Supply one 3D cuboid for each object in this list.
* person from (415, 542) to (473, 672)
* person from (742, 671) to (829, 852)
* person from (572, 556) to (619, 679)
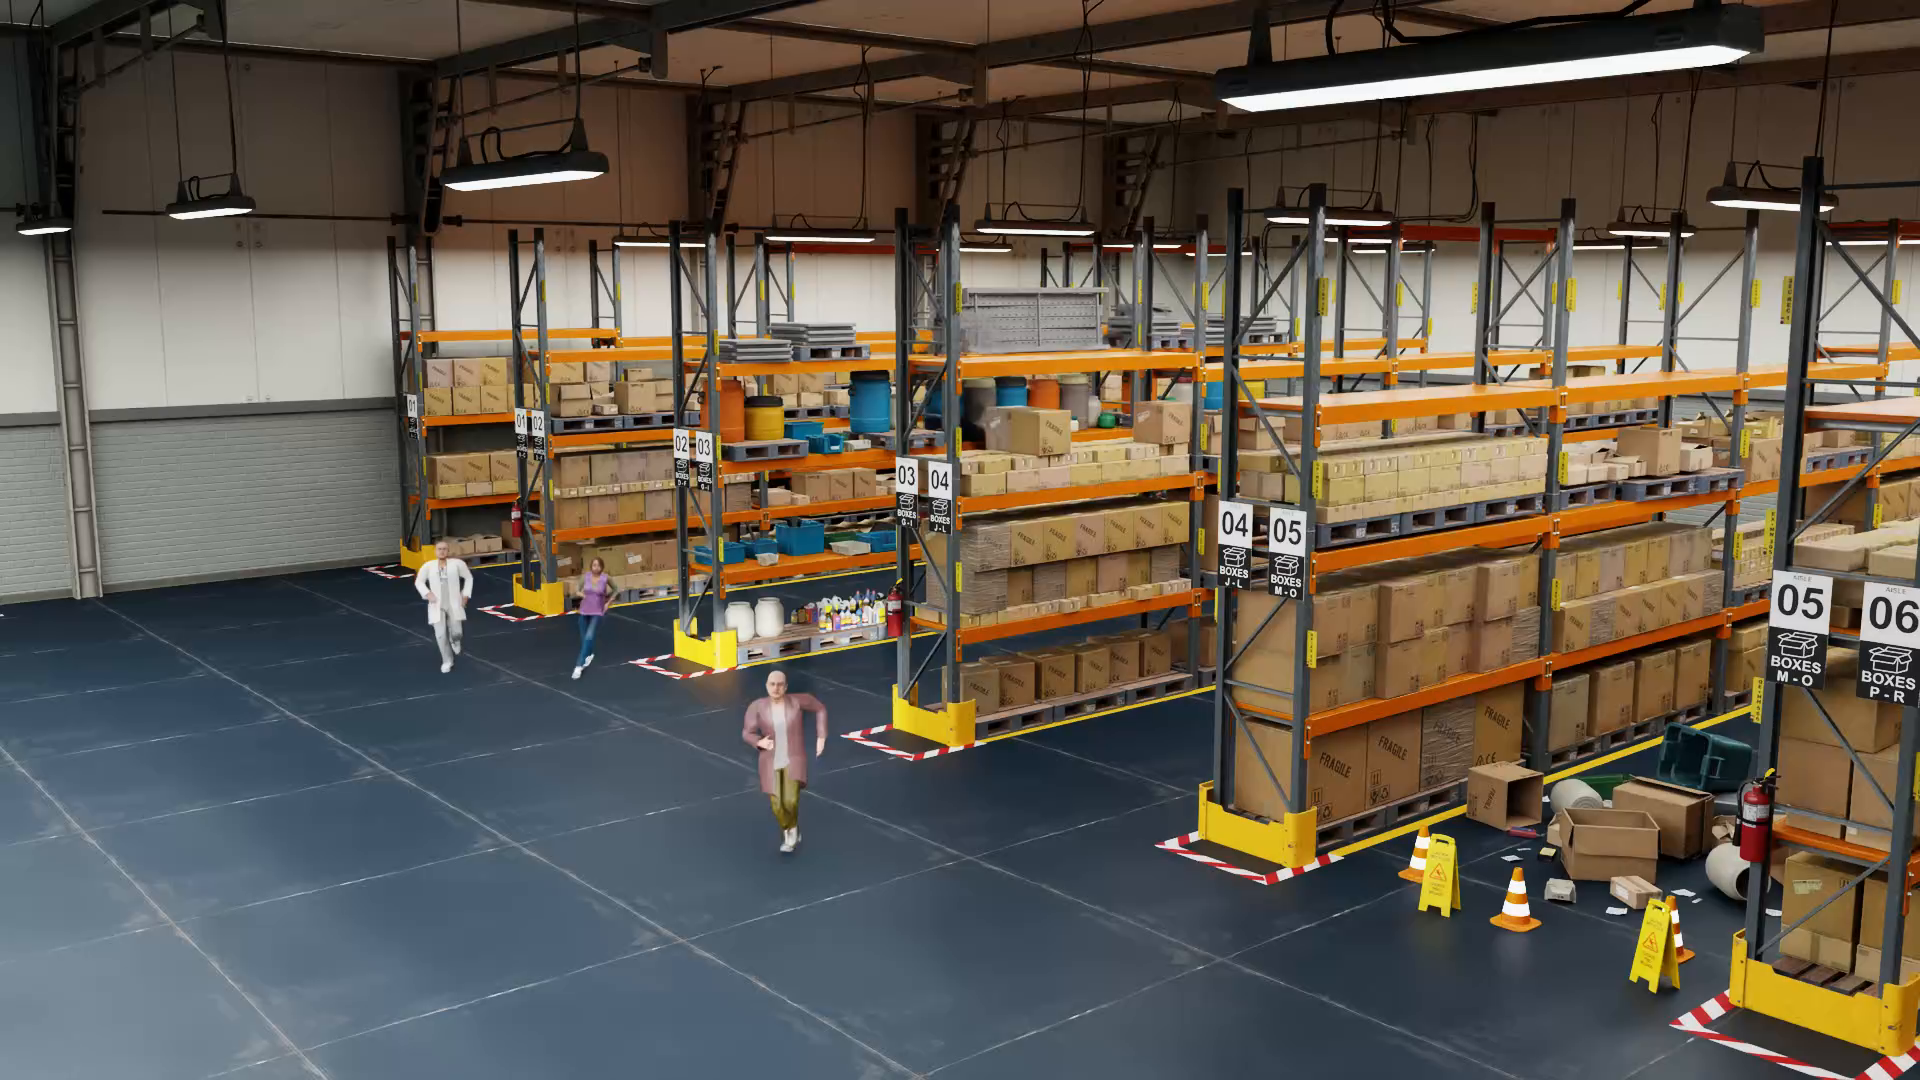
[{"bbox_3d":[-6.954,0.880,22.460,0.757,1.736,0.637,-3,9,-19],"label":"person"},{"bbox_3d":[-1.574,1.991,14.957,0.759,1.675,0.793,0,9,0],"label":"person"},{"bbox_3d":[-4.858,0.999,22.140,0.565,1.600,0.736,1,9,7],"label":"person"}]
